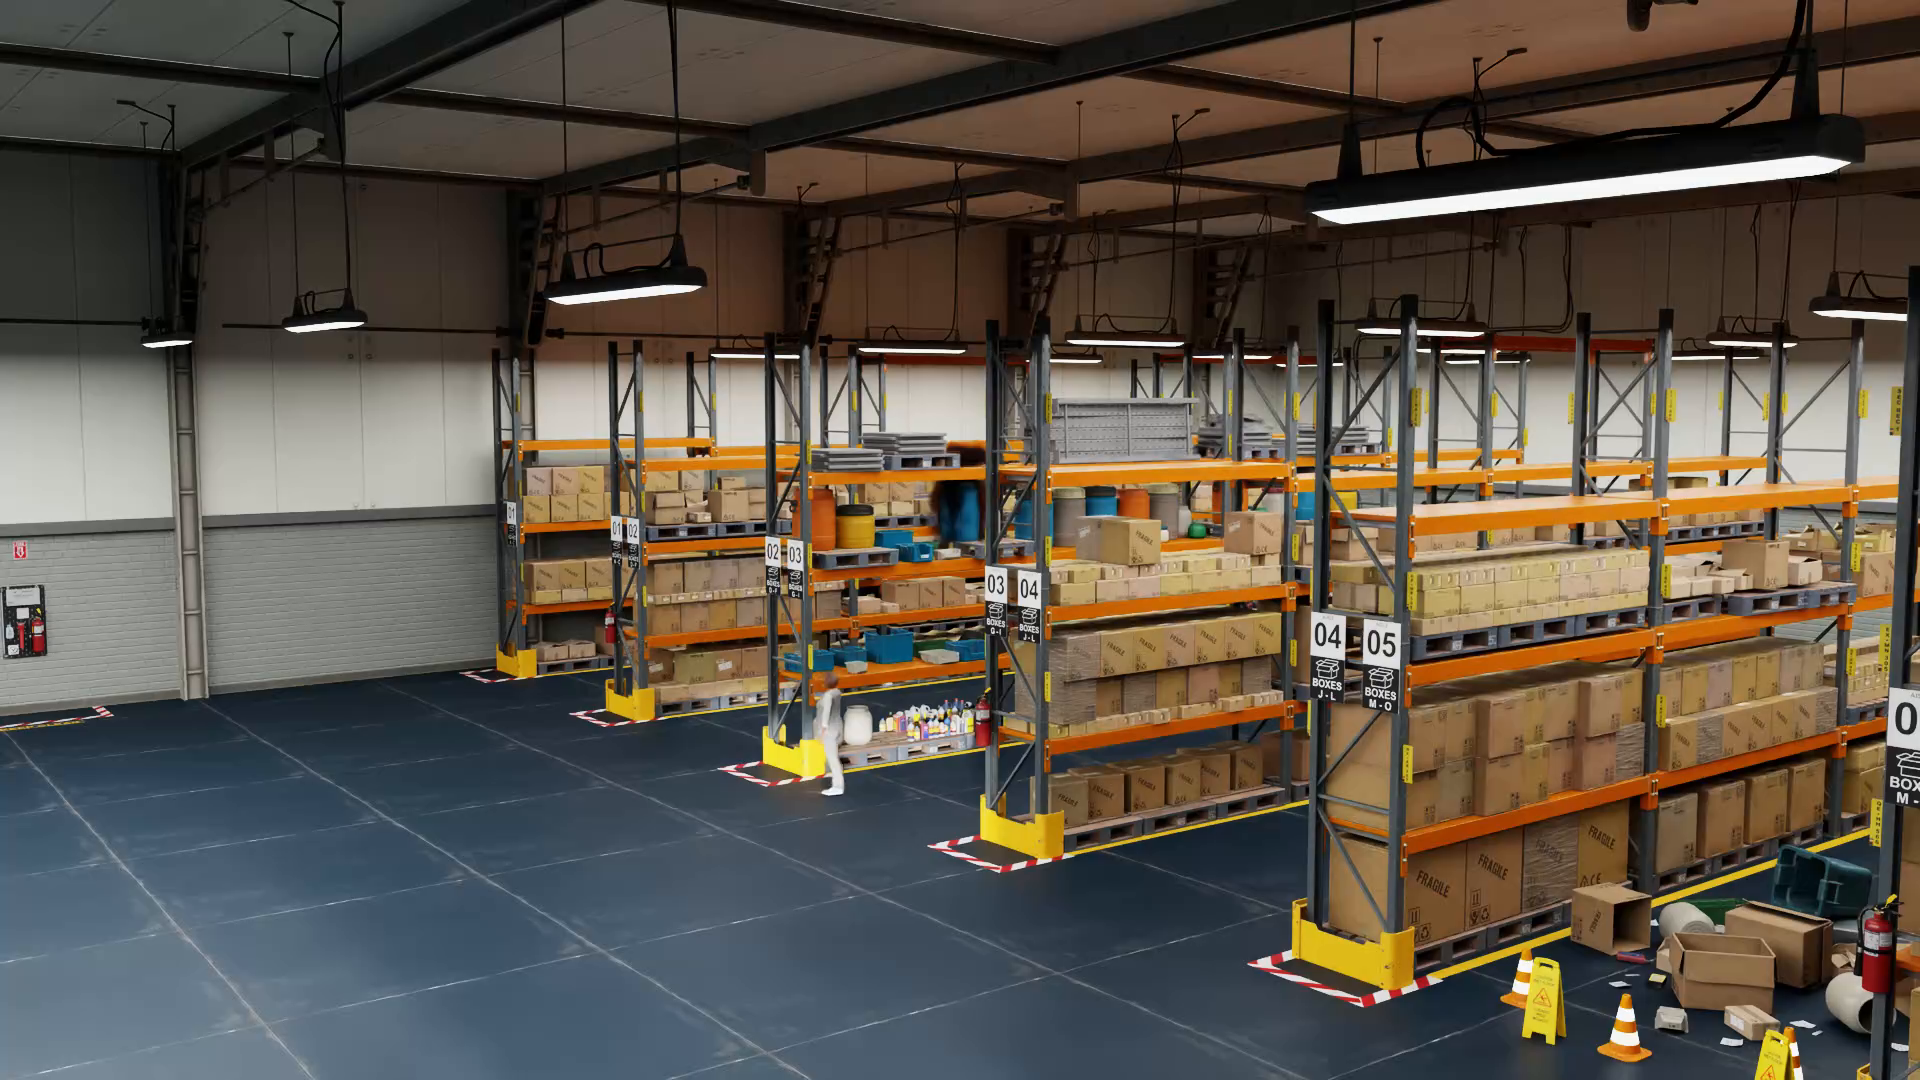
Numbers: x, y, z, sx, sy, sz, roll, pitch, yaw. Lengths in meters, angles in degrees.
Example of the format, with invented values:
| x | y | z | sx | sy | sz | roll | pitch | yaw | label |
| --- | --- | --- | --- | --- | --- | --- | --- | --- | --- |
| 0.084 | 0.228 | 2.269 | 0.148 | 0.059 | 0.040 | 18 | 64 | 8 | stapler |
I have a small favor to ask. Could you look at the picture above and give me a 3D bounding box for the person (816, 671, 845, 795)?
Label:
| x | y | z | sx | sy | sz | roll | pitch | yaw | label |
| --- | --- | --- | --- | --- | --- | --- | --- | --- | --- |
| -1.661 | 2.498 | 21.420 | 0.372 | 1.631 | 0.545 | 1 | 5 | 10 | person |
